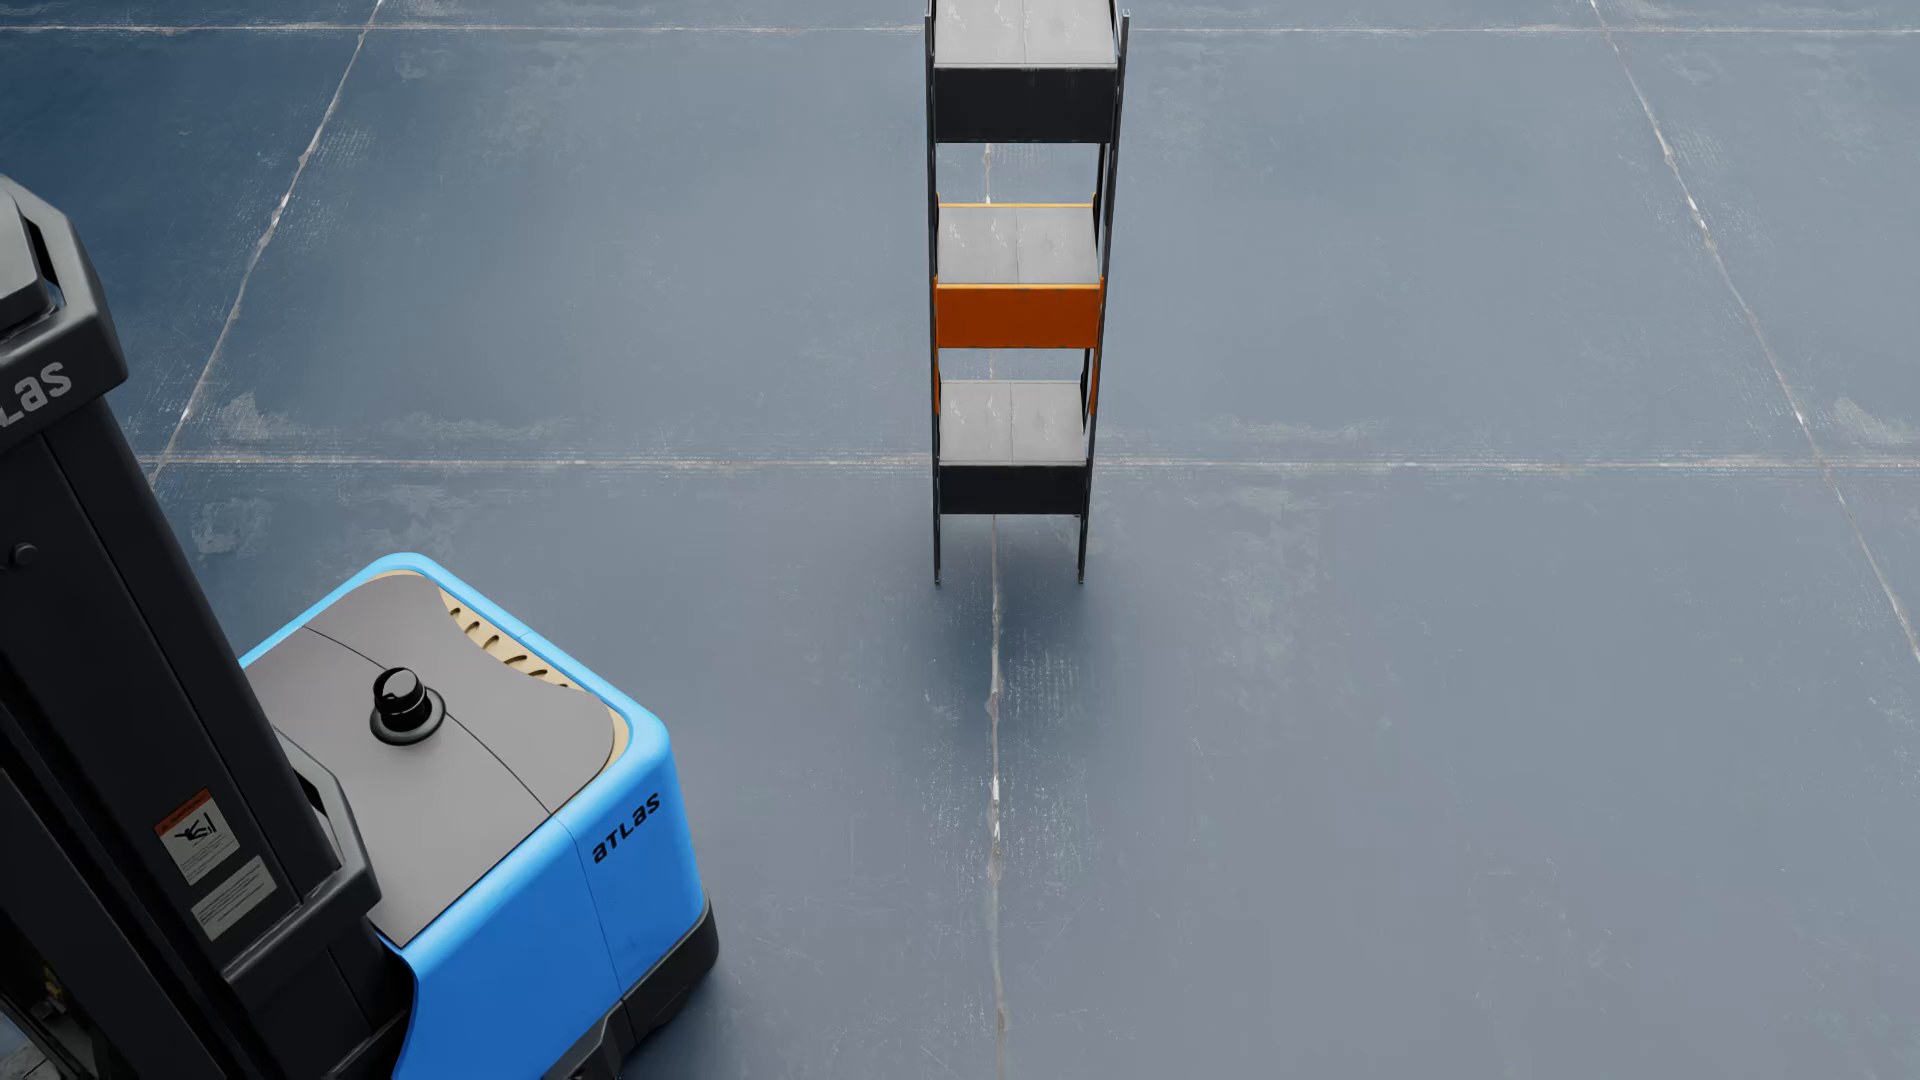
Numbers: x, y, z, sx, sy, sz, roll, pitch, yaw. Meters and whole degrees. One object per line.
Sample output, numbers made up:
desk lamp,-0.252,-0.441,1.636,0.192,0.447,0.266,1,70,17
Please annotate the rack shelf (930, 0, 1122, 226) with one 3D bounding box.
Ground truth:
rack shelf,0.166,-1.183,4.479,0.480,0.518,0.431,0,47,0

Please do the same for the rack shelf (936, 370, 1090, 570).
rack shelf,0.166,-0.229,5.503,0.480,0.518,0.431,0,47,0

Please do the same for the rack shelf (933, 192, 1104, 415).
rack shelf,0.166,-0.706,4.991,0.480,0.518,0.431,0,47,0

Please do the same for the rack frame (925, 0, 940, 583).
rack frame,-0.078,-0.716,4.982,0.015,2.100,0.400,0,47,0

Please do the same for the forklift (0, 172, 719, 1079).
forklift,-1.969,0.806,2.997,1.130,2.935,3.031,30,54,25

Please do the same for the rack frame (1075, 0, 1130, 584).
rack frame,0.410,-0.714,4.980,0.015,2.100,0.400,0,47,0

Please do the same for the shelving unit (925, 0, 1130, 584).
shelving unit,0.166,-0.715,4.981,0.503,2.100,0.431,0,47,0
